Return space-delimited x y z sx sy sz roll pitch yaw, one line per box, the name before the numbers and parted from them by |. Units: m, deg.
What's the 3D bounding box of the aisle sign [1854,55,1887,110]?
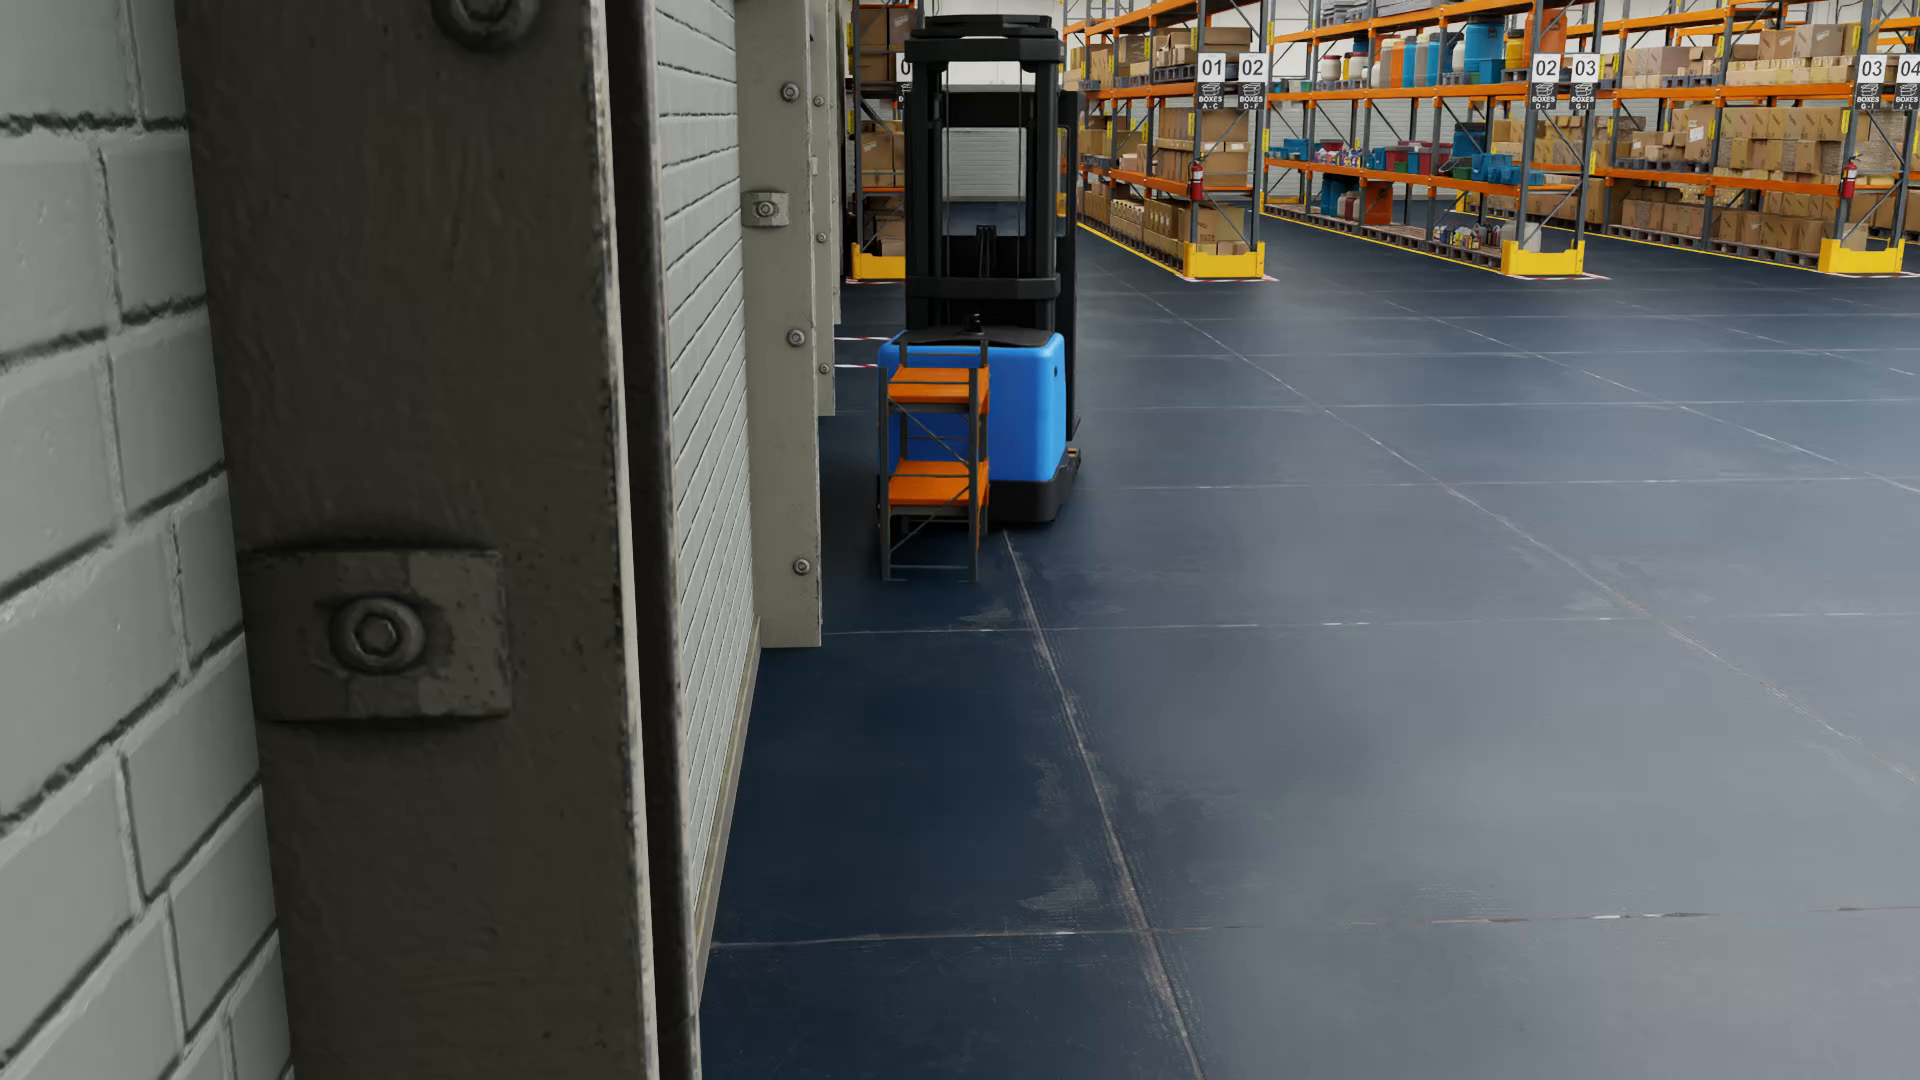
aisle sign | 13.522 -6.795 24.700 0.394 0.787 0.004 -1 14 -3

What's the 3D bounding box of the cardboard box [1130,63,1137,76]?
cardboard box | 3.518 -8.865 31.401 0.500 0.250 0.500 -2 15 -8

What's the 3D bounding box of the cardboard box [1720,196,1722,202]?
cardboard box | 17.713 -7.830 38.219 0.380 0.149 0.250 -1 14 -3

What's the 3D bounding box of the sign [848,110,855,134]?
sign | -1.569 -6.037 24.012 0.100 0.325 0.005 -1 14 -3

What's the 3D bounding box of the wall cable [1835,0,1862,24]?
wall cable | 25.617 -14.067 46.064 2.988 3.039 0.133 -1 14 -3

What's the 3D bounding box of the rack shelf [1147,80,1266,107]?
rack shelf | 3.806 -7.006 26.160 1.077 0.370 4.000 -1 14 -3

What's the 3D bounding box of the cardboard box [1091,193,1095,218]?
cardboard box | 3.041 -7.010 34.886 0.500 0.500 0.500 -1 14 -3

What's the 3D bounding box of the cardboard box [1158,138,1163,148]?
cardboard box | 3.521 -6.629 27.770 0.380 0.149 0.250 -1 14 -3

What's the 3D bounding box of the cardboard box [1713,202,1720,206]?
cardboard box | 17.602 -7.764 38.563 0.380 0.149 0.250 -1 14 -4

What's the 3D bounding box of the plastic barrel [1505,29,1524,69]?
plastic barrel | 8.676 -7.509 25.449 0.600 0.588 0.600 0 14 0

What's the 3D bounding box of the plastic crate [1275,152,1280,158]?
plastic crate | 7.549 -9.044 39.066 0.250 0.136 0.298 -1 14 -3

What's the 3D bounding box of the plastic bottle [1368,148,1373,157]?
plastic bottle | 8.439 -7.907 34.337 0.144 0.351 0.185 -1 14 -3

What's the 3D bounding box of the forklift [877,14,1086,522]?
forklift | 0.229 -1.840 10.796 1.130 2.935 3.031 2 15 8

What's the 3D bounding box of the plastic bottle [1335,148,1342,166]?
plastic bottle | 7.869 -7.943 34.477 0.144 0.351 0.185 -1 14 -3

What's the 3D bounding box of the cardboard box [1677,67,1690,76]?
cardboard box | 13.353 -8.559 30.377 0.380 0.166 0.250 -1 14 -5

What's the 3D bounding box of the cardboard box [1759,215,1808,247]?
cardboard box | 13.714 -5.148 27.689 0.500 0.500 0.500 -2 15 -8

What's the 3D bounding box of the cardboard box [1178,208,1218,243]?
cardboard box | 3.600 -4.768 25.208 0.500 0.500 0.500 -1 14 -3

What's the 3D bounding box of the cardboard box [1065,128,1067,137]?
cardboard box | 2.743 -9.672 38.890 0.500 0.500 0.500 -1 14 -3

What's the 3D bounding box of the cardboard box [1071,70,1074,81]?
cardboard box | 2.799 -10.501 37.597 0.500 0.250 0.500 -1 14 -3

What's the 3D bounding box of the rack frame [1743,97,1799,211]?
rack frame | 18.030 -8.592 36.901 1.000 3.000 0.127 -1 14 -3

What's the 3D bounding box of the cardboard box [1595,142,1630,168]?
cardboard box | 13.044 -7.713 33.284 0.500 0.500 0.500 0 14 -2

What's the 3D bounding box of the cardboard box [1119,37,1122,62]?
cardboard box | 3.382 -9.615 32.648 0.500 0.500 0.500 -1 14 -3

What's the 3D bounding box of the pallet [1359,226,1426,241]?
pallet | 8.387 -5.926 32.133 1.003 0.211 1.213 -1 14 -3

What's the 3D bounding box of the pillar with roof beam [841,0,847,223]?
pillar with roof beam | 1.632 -11.444 35.945 9.100 9.000 0.400 -1 14 -3

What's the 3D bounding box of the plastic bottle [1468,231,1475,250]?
plastic bottle | 8.297 -4.856 26.949 0.061 0.283 0.133 -1 14 -2

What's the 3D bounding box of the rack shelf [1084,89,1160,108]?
rack shelf | 3.310 -8.996 33.893 1.077 0.370 4.000 -1 14 -3

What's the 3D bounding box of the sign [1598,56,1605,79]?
sign | 9.423 -6.944 24.458 0.100 0.325 0.005 -1 14 -3

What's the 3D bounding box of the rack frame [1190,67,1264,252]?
rack frame | 3.930 -5.404 24.511 1.000 3.000 0.127 -1 14 -3

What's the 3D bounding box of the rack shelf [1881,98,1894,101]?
rack shelf | 22.841 -10.295 38.944 1.077 0.370 4.000 -1 14 -3

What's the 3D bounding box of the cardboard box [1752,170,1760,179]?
cardboard box | 13.385 -6.061 27.567 0.380 0.149 0.250 -1 14 -3

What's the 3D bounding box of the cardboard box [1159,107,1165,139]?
cardboard box | 3.716 -6.965 27.774 0.700 0.500 0.500 -1 14 -3

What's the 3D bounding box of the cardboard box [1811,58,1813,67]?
cardboard box | 13.533 -7.452 25.951 0.380 0.149 0.250 -1 14 -3

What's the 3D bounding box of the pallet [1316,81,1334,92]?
pallet | 8.276 -9.632 35.301 1.213 0.211 1.003 -1 14 -3

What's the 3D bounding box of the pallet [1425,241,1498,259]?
pallet | 8.626 -4.956 28.366 1.003 0.211 1.213 -1 14 -3

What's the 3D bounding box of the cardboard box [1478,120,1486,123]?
cardboard box | 12.617 -9.722 39.492 0.500 0.500 0.500 -1 14 -5

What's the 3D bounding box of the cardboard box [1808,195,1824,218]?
cardboard box | 17.948 -6.879 34.416 0.500 0.500 0.500 0 14 -1

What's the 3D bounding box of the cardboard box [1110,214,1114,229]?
cardboard box | 3.173 -6.131 32.010 0.500 0.250 0.500 -1 14 -4

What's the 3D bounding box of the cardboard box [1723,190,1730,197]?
cardboard box | 17.671 -7.912 37.942 0.380 0.149 0.250 -1 14 -4

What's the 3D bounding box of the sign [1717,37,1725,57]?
sign | 13.016 -8.435 28.444 0.100 0.325 0.005 -1 14 -3

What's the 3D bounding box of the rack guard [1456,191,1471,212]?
rack guard | 12.825 -8.331 40.902 1.175 0.500 0.348 -1 14 -3

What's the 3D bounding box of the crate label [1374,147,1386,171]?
crate label | 8.170 -7.235 31.556 0.502 0.435 0.616 -1 14 -3

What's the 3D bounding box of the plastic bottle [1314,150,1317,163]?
plastic bottle | 7.727 -8.310 36.038 0.061 0.283 0.133 -1 14 -3

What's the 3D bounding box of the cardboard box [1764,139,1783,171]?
cardboard box | 13.653 -6.258 27.031 0.875 0.500 0.500 -1 14 -3

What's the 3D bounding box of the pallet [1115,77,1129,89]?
pallet | 3.565 -8.588 31.243 1.213 0.211 1.003 0 14 -1

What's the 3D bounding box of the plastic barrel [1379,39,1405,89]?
plastic barrel | 8.212 -8.957 31.294 0.600 0.901 0.600 0 14 0

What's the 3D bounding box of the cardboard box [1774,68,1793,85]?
cardboard box | 13.440 -7.429 26.661 0.500 0.250 0.500 -1 14 -4

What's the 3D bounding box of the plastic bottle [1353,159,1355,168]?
plastic bottle | 7.924 -7.554 33.263 0.097 0.201 0.097 0 14 0

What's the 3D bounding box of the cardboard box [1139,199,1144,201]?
cardboard box | 3.712 -6.411 31.972 0.500 0.311 0.500 -1 14 -2

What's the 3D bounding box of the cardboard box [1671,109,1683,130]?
cardboard box | 17.546 -10.148 40.143 0.500 0.500 0.500 -1 14 -4

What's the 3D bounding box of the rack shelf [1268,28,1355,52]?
rack shelf | 8.006 -11.325 37.729 1.077 0.370 4.000 -1 14 -3

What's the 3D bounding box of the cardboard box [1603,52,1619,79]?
cardboard box | 13.212 -9.403 32.981 0.797 0.503 0.637 0 14 0

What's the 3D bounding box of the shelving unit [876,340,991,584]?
shelving unit | -0.126 -0.453 9.029 0.538 1.125 1.048 1 14 4

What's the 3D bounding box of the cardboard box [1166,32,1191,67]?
cardboard box | 3.658 -7.761 26.321 0.797 0.503 0.637 1 14 3

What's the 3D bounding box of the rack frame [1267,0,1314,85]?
rack frame | 7.883 -12.364 39.522 1.000 3.000 0.127 -1 14 -3
